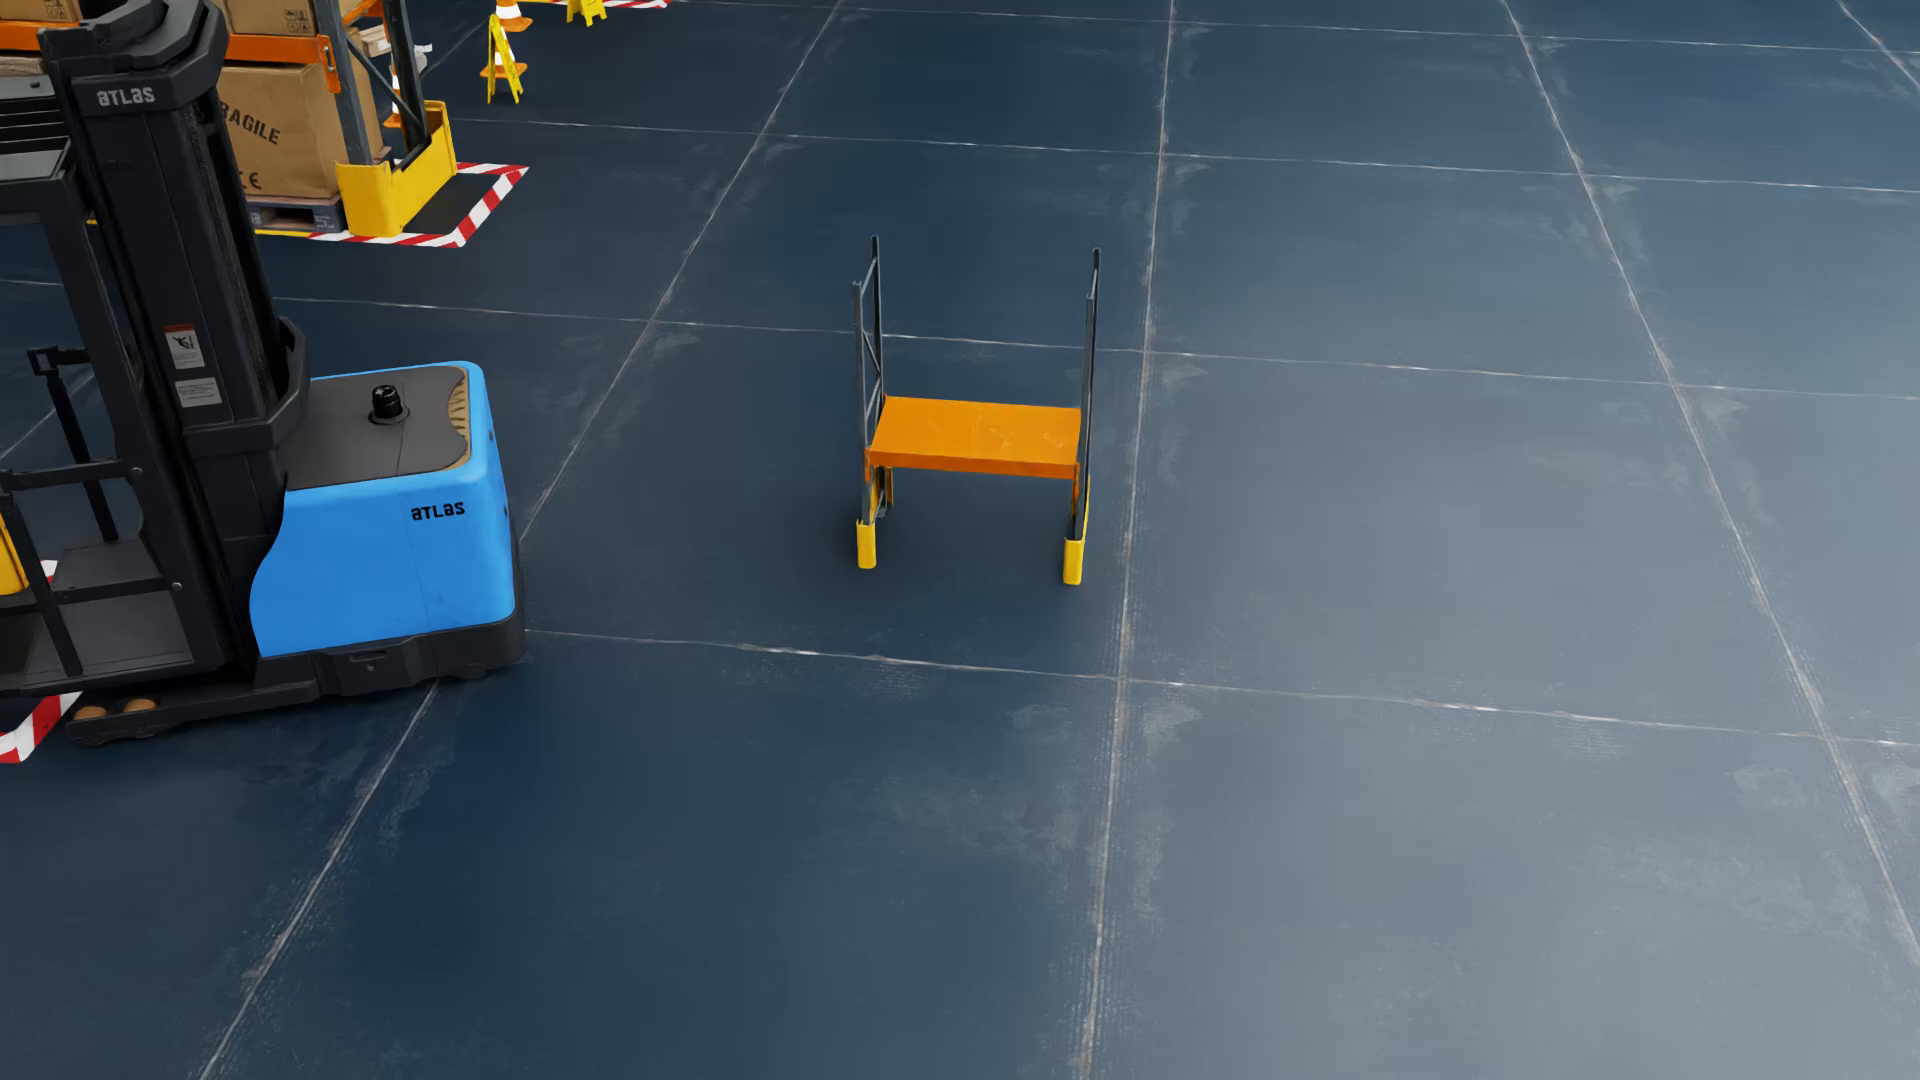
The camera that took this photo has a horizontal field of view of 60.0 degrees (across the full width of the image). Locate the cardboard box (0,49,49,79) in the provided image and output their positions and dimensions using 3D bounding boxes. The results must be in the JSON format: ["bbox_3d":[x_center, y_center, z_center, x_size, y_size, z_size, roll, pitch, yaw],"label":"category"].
[{"bbox_3d":[-6.334,-3.032,11.383,0.875,0.875,0.875,5,36,6],"label":"cardboard box"}]

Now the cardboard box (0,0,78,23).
[{"bbox_3d":[-5.868,-3.801,10.864,0.500,0.550,0.875,4,36,6],"label":"cardboard box"}]

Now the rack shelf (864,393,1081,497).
[{"bbox_3d":[0.085,-0.458,7.910,1.000,0.185,0.538,4,36,6],"label":"rack shelf"}]

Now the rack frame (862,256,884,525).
[{"bbox_3d":[-0.419,-0.643,7.859,0.013,1.308,0.475,4,36,6],"label":"rack frame"}]

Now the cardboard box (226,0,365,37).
[{"bbox_3d":[-4.249,-3.643,10.644,0.550,0.550,0.875,4,36,6],"label":"cardboard box"}]

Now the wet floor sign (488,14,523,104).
[{"bbox_3d":[-3.595,-3.761,12.965,0.232,0.644,0.267,-2,36,-2],"label":"wet floor sign"}]

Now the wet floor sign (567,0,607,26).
[{"bbox_3d":[-3.293,-4.852,14.492,0.232,0.644,0.267,17,39,22],"label":"wet floor sign"}]

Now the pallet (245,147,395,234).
[{"bbox_3d":[-4.679,-2.460,11.515,1.213,0.211,1.003,4,36,6],"label":"pallet"}]

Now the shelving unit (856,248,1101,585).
[{"bbox_3d":[0.076,-0.605,7.806,1.083,1.500,0.587,4,36,6],"label":"shelving unit"}]

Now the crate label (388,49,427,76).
[{"bbox_3d":[-4.528,-3.922,13.627,0.298,0.136,0.250,-14,38,-18],"label":"crate label"}]

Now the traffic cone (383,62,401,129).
[{"bbox_3d":[-4.222,-3.406,12.624,0.334,0.463,0.336,4,36,6],"label":"traffic cone"}]

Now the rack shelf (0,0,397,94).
[{"bbox_3d":[-5.859,-3.436,11.102,4.000,0.370,1.077,4,36,6],"label":"rack shelf"}]

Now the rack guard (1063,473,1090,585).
[{"bbox_3d":[0.570,-0.059,8.118,0.087,0.250,0.587,4,36,6],"label":"rack guard"}]

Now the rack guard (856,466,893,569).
[{"bbox_3d":[-0.418,-0.133,8.221,0.087,0.250,0.587,4,36,6],"label":"rack guard"}]

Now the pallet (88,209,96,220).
[{"bbox_3d":[-5.885,-2.552,11.644,1.213,0.211,1.003,4,36,6],"label":"pallet"}]

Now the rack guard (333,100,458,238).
[{"bbox_3d":[-3.852,-2.562,11.409,0.348,0.500,1.175,4,36,6],"label":"rack guard"}]

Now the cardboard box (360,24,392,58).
[{"bbox_3d":[-4.902,-4.213,14.025,0.250,0.149,0.380,24,42,30],"label":"cardboard box"}]

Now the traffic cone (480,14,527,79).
[{"bbox_3d":[-3.740,-4.032,13.501,0.334,0.463,0.336,4,36,6],"label":"traffic cone"}]

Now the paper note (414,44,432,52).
[{"bbox_3d":[-4.537,-4.155,14.046,0.142,0.019,0.148,-7,36,-10],"label":"paper note"}]

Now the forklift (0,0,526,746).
[{"bbox_3d":[-3.515,-0.665,6.658,3.031,2.935,1.130,-9,36,-12],"label":"forklift"}]

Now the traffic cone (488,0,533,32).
[{"bbox_3d":[-3.936,-4.696,14.432,0.334,0.463,0.336,4,36,6],"label":"traffic cone"}]

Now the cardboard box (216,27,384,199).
[{"bbox_3d":[-4.557,-2.899,11.197,0.875,0.875,0.875,4,36,6],"label":"cardboard box"}]

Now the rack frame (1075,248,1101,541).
[{"bbox_3d":[0.589,-0.567,7.753,0.032,1.500,0.500,4,36,6],"label":"rack frame"}]

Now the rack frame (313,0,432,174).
[{"bbox_3d":[-3.876,-3.581,10.685,0.127,3.000,1.000,4,36,6],"label":"rack frame"}]

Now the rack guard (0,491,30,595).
[{"bbox_3d":[-4.683,0.281,7.425,0.348,0.500,1.175,4,36,6],"label":"rack guard"}]
